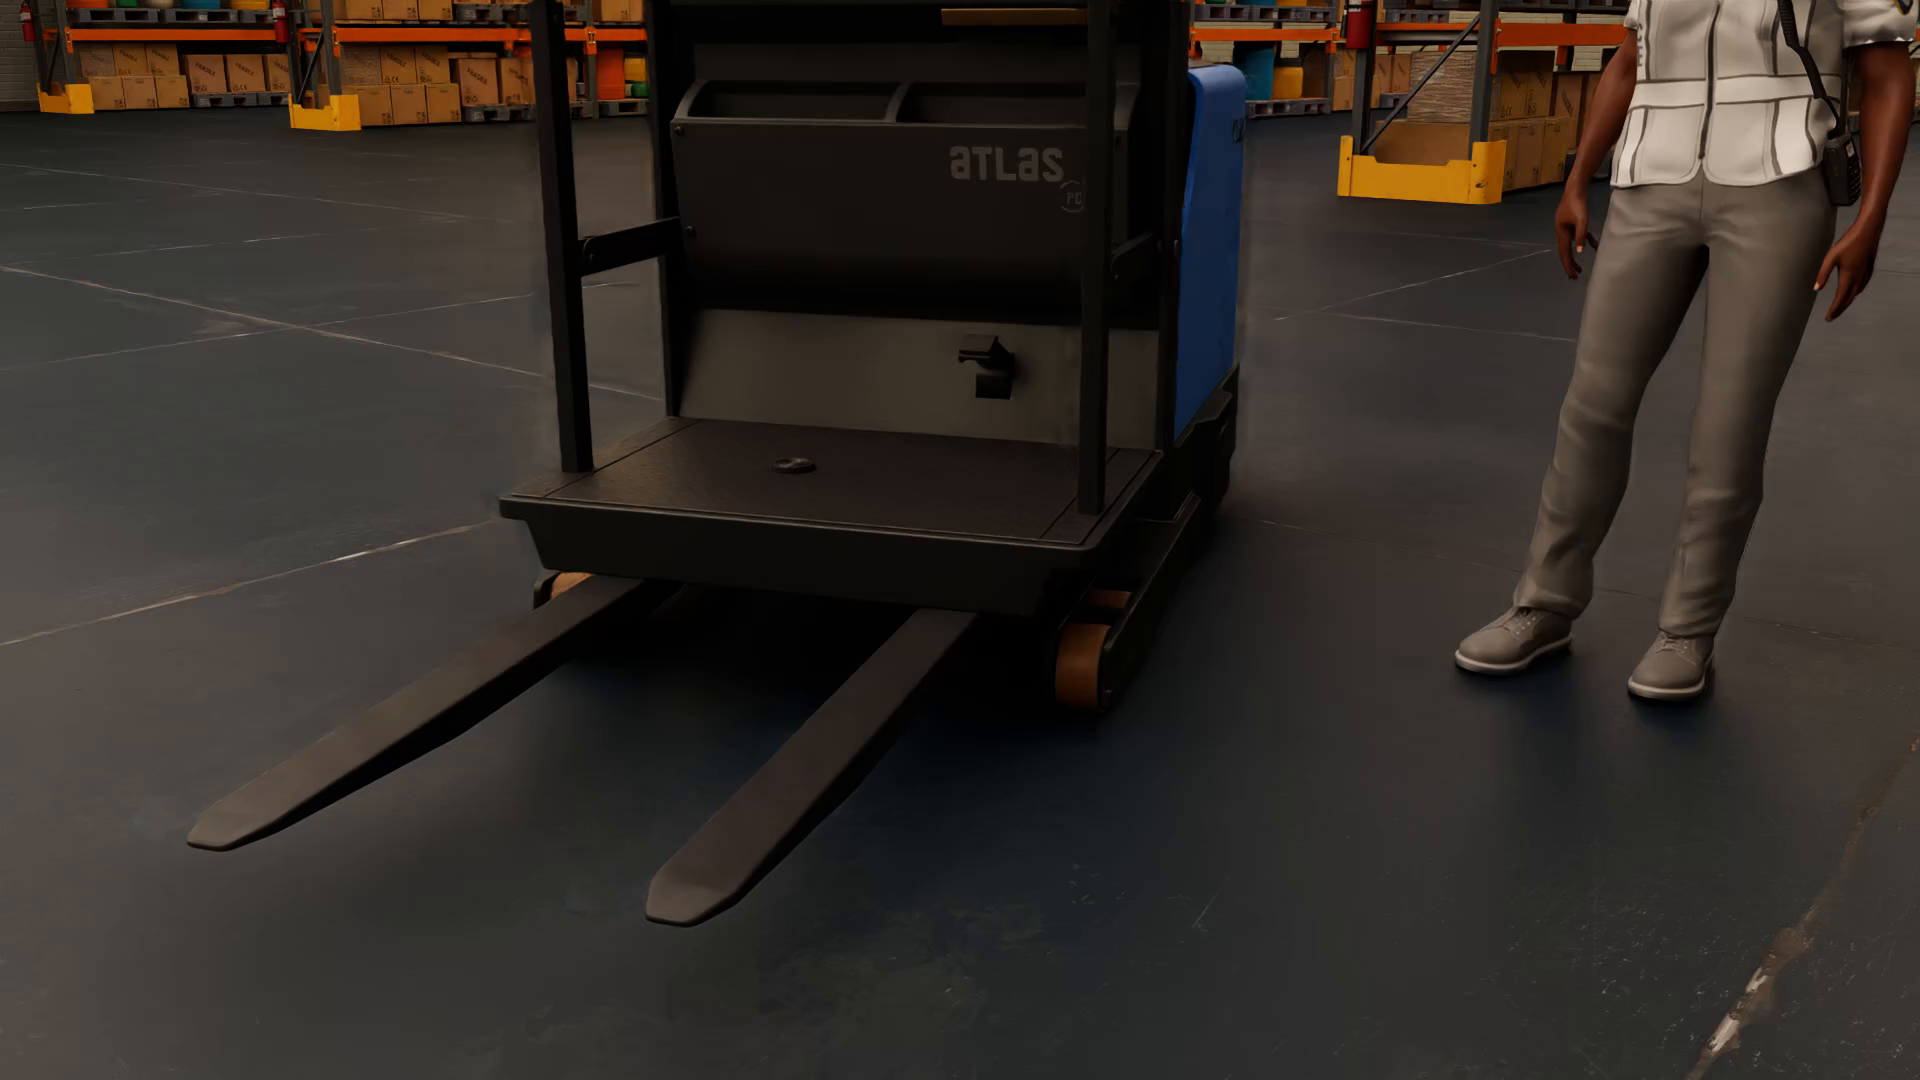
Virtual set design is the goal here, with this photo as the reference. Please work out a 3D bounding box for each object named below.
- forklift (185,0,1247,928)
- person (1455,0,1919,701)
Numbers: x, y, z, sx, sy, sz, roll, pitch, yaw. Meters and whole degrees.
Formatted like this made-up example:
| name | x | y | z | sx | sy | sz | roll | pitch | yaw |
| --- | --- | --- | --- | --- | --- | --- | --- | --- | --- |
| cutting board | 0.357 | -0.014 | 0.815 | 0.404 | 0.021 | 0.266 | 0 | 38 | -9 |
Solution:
| name | x | y | z | sx | sy | sz | roll | pitch | yaw |
| --- | --- | --- | --- | --- | --- | --- | --- | --- | --- |
| forklift | -0.173 | -1.222 | 2.921 | 1.130 | 2.935 | 3.031 | 5 | 18 | 16 |
| person | 1.283 | -0.566 | 2.878 | 0.566 | 1.697 | 0.508 | 15 | 23 | 41 |
